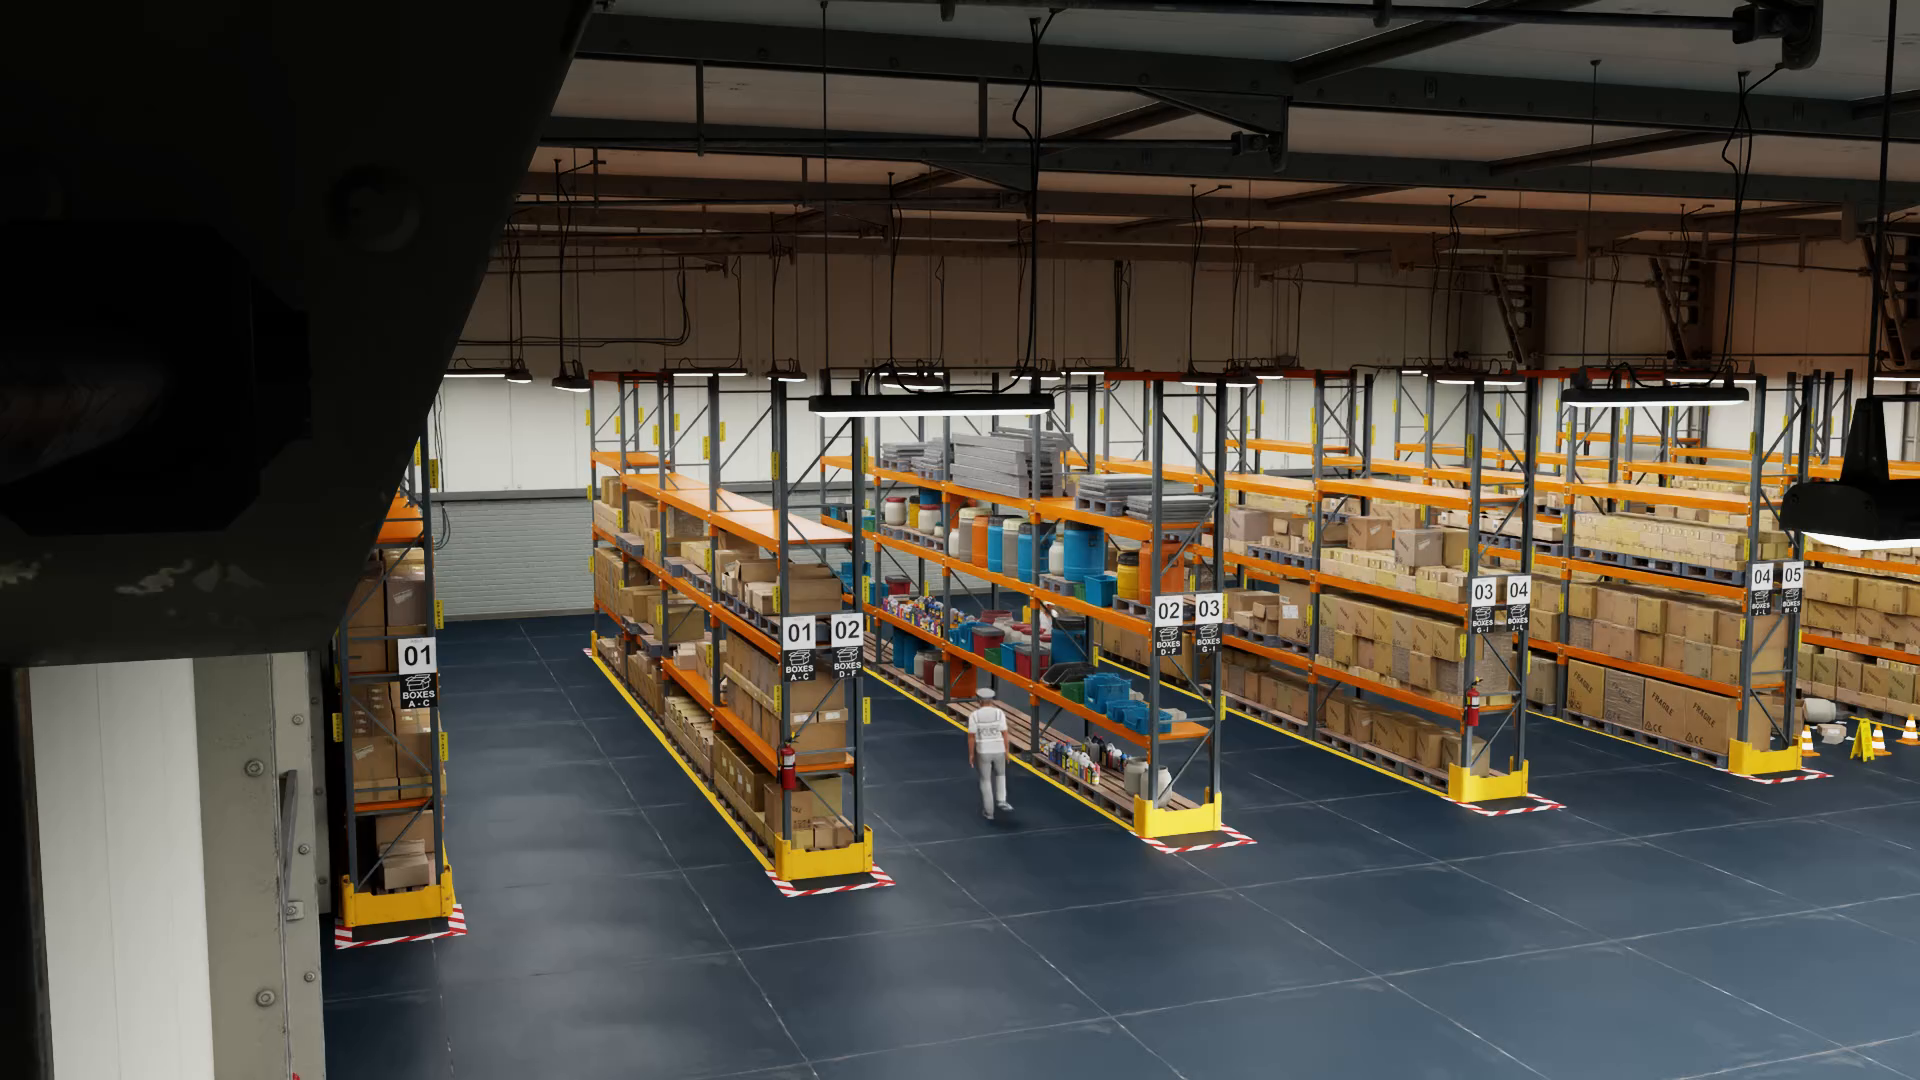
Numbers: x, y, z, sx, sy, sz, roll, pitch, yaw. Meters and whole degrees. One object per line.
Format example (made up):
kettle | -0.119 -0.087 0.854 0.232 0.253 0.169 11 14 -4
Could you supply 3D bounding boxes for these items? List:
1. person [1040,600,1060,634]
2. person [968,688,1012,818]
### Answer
person | 1.644 1.855 30.745 0.601 1.640 0.608 -2 7 -19
person | 0.408 2.917 22.752 0.594 1.753 0.512 -1 6 -10
